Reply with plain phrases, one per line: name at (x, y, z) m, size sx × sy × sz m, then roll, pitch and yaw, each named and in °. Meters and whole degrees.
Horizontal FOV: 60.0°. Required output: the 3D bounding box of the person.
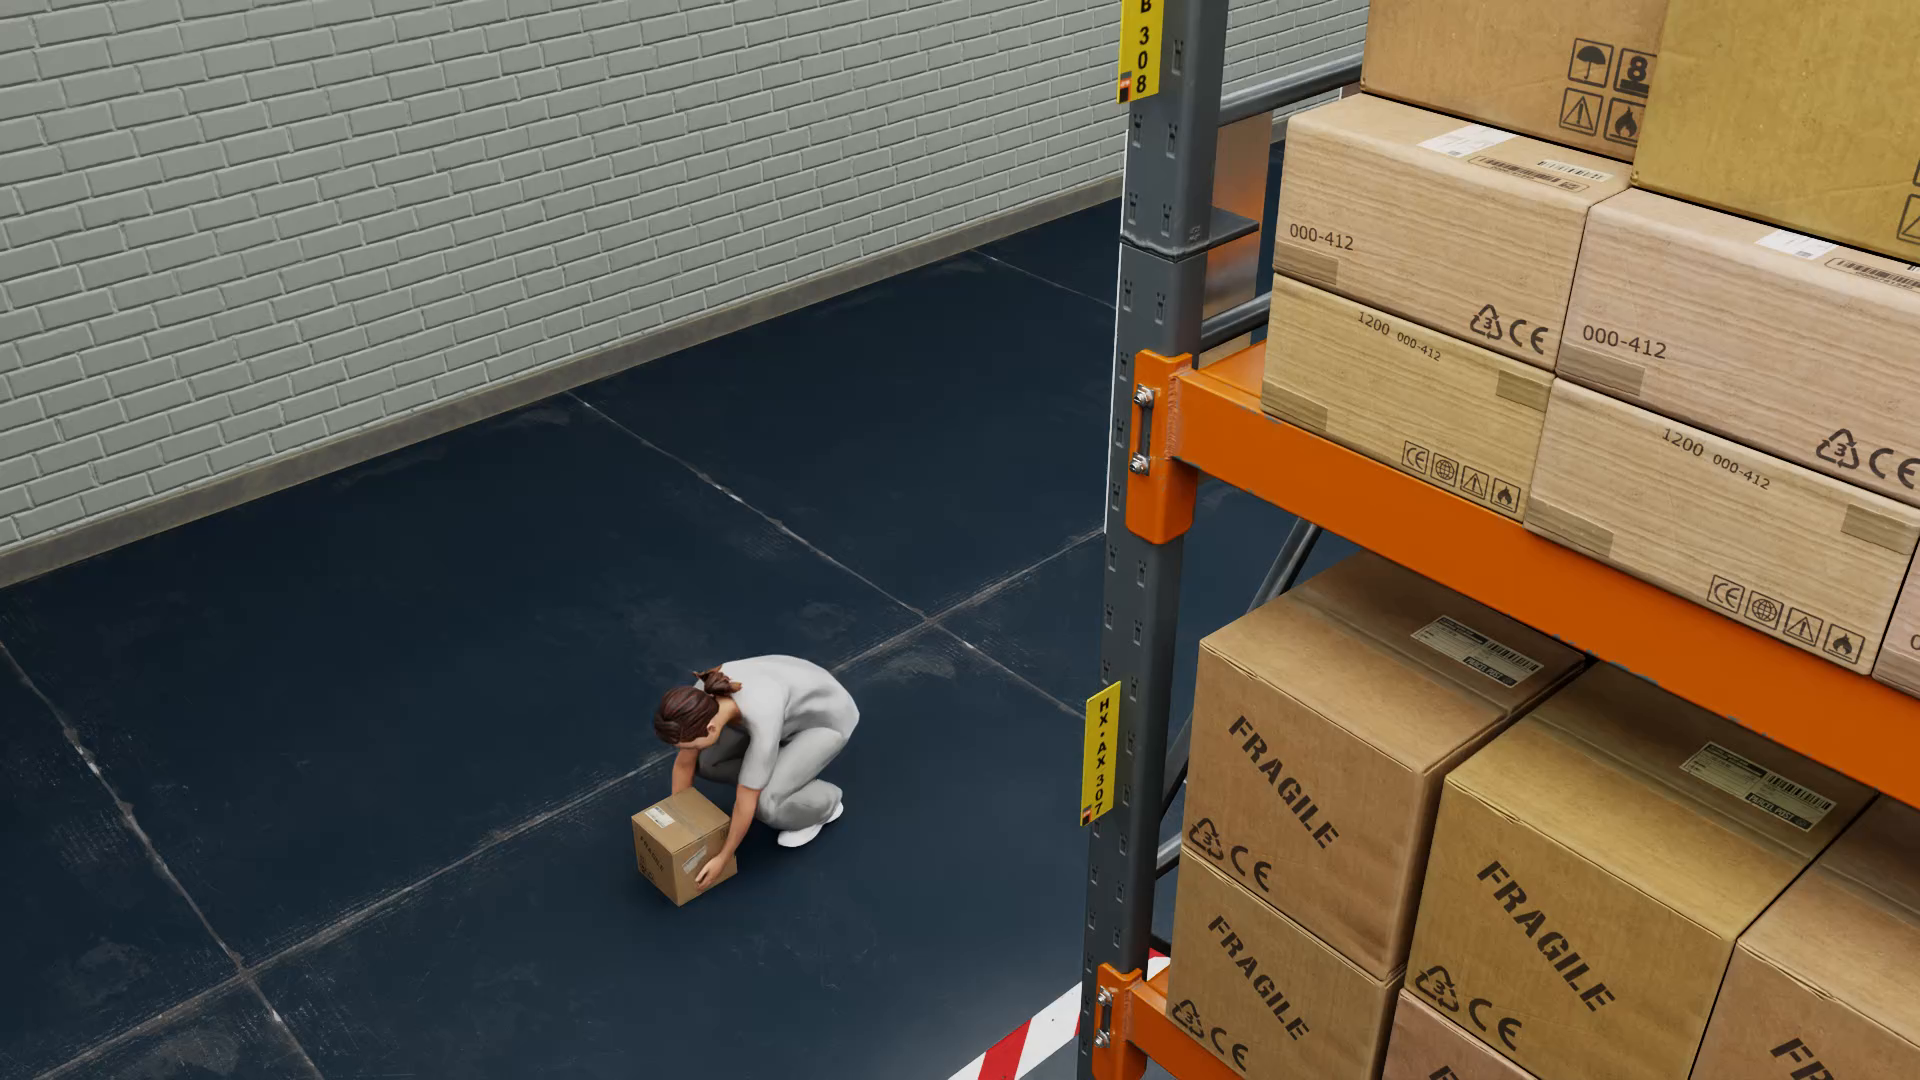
person at (-0.716, 0.711, 5.815) m, size 0.801 × 0.813 × 0.477 m, roll -26°, pitch 40°, yaw -35°
